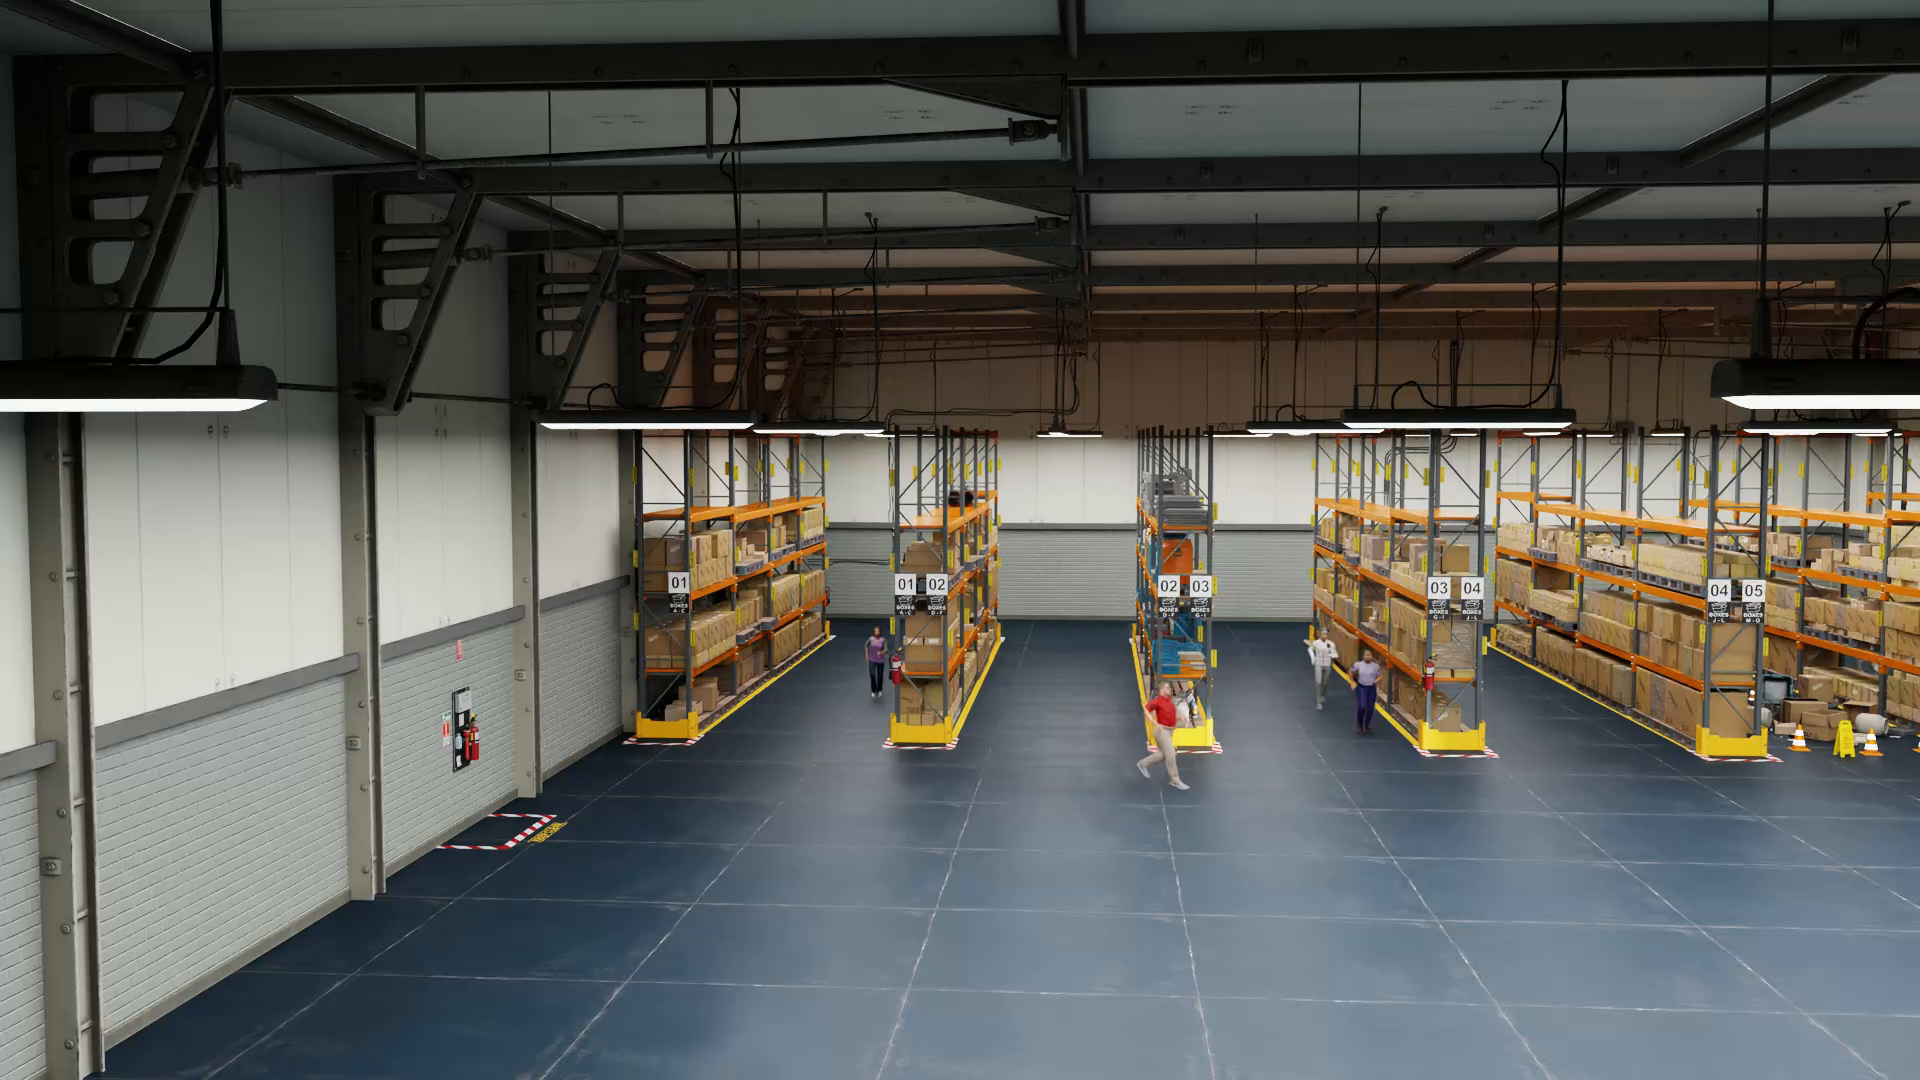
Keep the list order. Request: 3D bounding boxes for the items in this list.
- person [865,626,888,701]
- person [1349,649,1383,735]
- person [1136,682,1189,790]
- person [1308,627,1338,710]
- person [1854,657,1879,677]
[{"bbox_3d":[-1.835,2.713,36.671,0.504,1.619,0.748,0,3,-5],"label":"person"},{"bbox_3d":[7.930,2.966,32.412,0.601,1.643,0.737,0,3,0],"label":"person"},{"bbox_3d":[3.351,3.211,27.499,0.966,1.740,0.663,2,4,28],"label":"person"},{"bbox_3d":[7.784,2.732,35.631,0.602,1.744,0.836,0,3,7],"label":"person"},{"bbox_3d":[21.431,2.457,39.353,0.718,1.761,0.965,0,3,-1],"label":"person"}]
